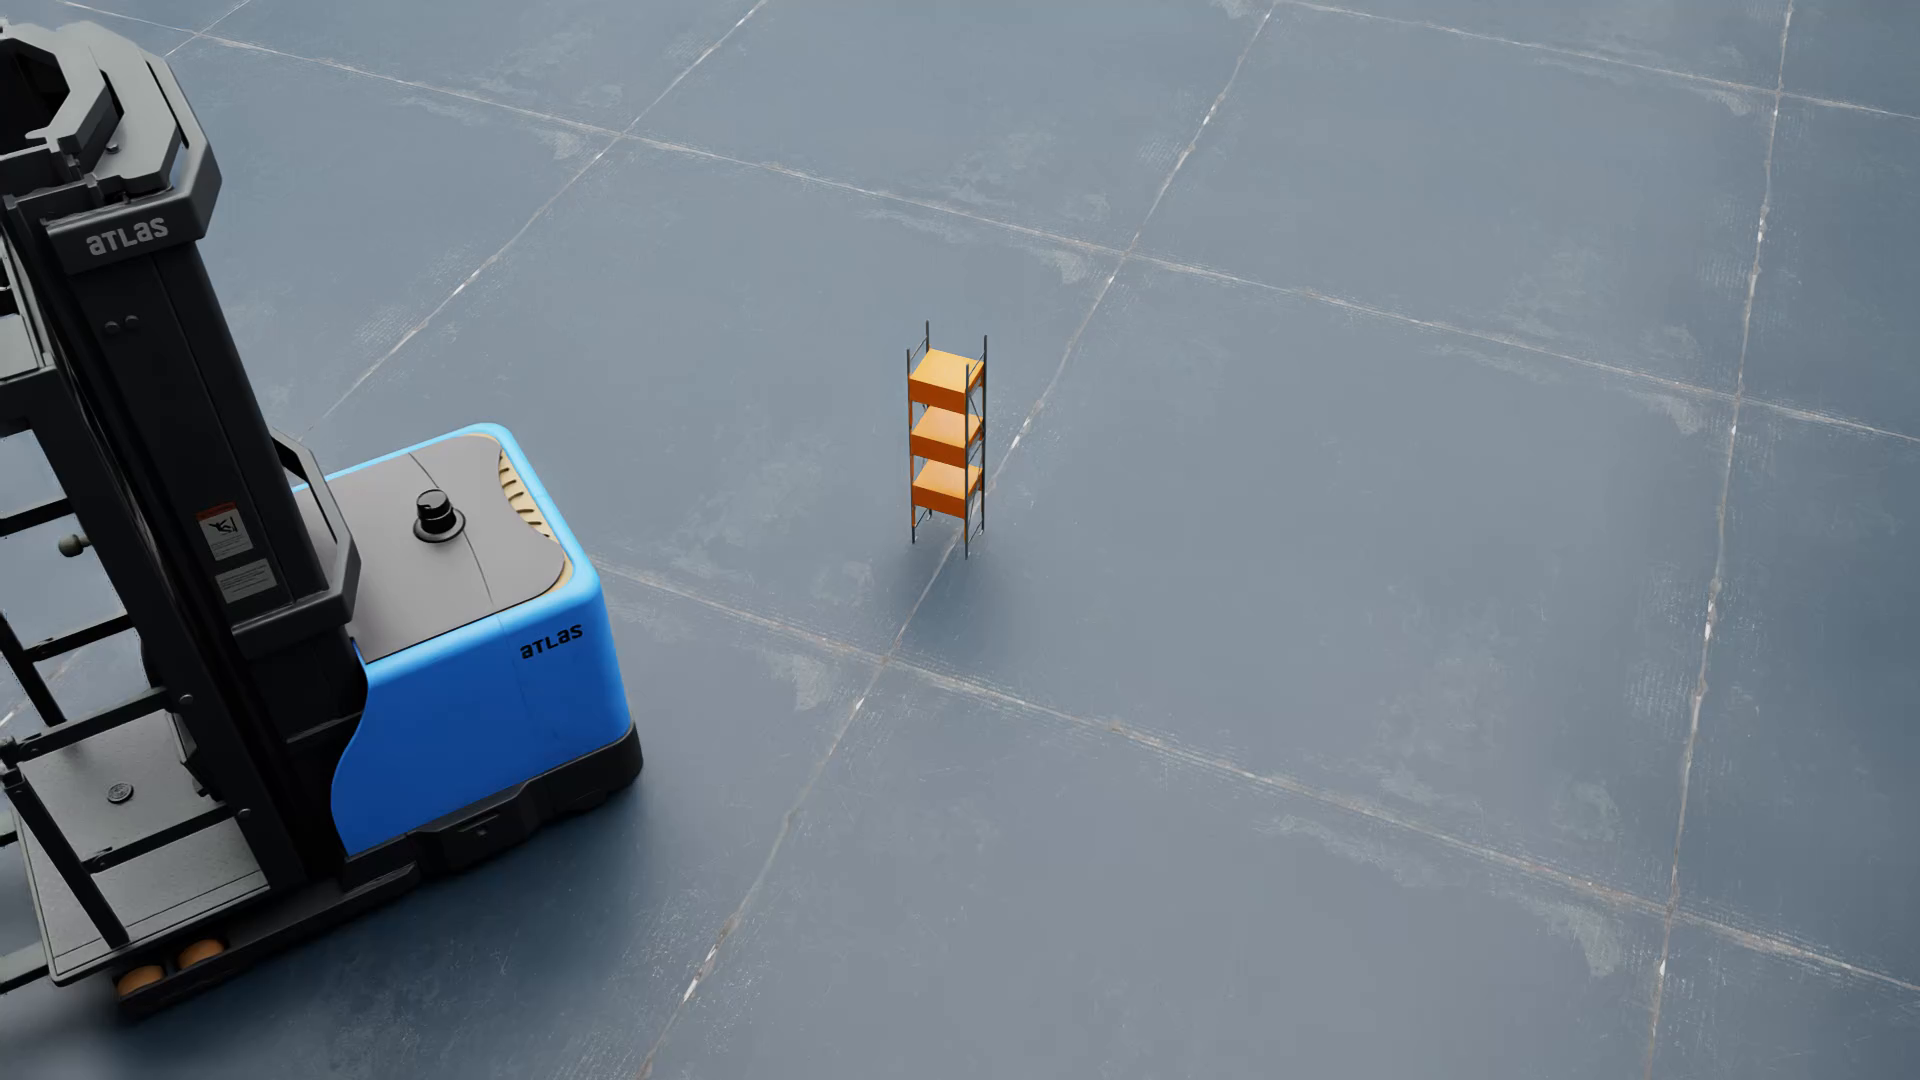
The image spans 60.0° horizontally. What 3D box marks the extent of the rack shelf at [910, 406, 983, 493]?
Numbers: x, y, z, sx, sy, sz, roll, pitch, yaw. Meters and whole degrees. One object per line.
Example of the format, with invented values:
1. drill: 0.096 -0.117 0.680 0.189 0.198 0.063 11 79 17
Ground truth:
1. rack shelf: -0.049 -0.379 6.741 0.240 0.259 0.215 16 47 16

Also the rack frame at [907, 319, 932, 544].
1. rack frame: -0.162 -0.420 6.767 0.008 1.050 0.200 16 47 16

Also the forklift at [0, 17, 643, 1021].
1. forklift: -2.702 0.099 4.911 3.031 2.935 1.130 -23 49 -21

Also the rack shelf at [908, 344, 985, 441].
1. rack shelf: -0.049 -0.580 6.541 0.240 0.259 0.215 16 47 16

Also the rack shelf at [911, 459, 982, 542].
1. rack shelf: -0.049 -0.182 6.937 0.240 0.259 0.215 16 47 16

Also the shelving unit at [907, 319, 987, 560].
1. shelving unit: -0.049 -0.387 6.733 0.252 1.050 0.215 16 47 16

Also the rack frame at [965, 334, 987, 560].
1. rack frame: 0.063 -0.354 6.700 0.008 1.050 0.200 16 47 16
